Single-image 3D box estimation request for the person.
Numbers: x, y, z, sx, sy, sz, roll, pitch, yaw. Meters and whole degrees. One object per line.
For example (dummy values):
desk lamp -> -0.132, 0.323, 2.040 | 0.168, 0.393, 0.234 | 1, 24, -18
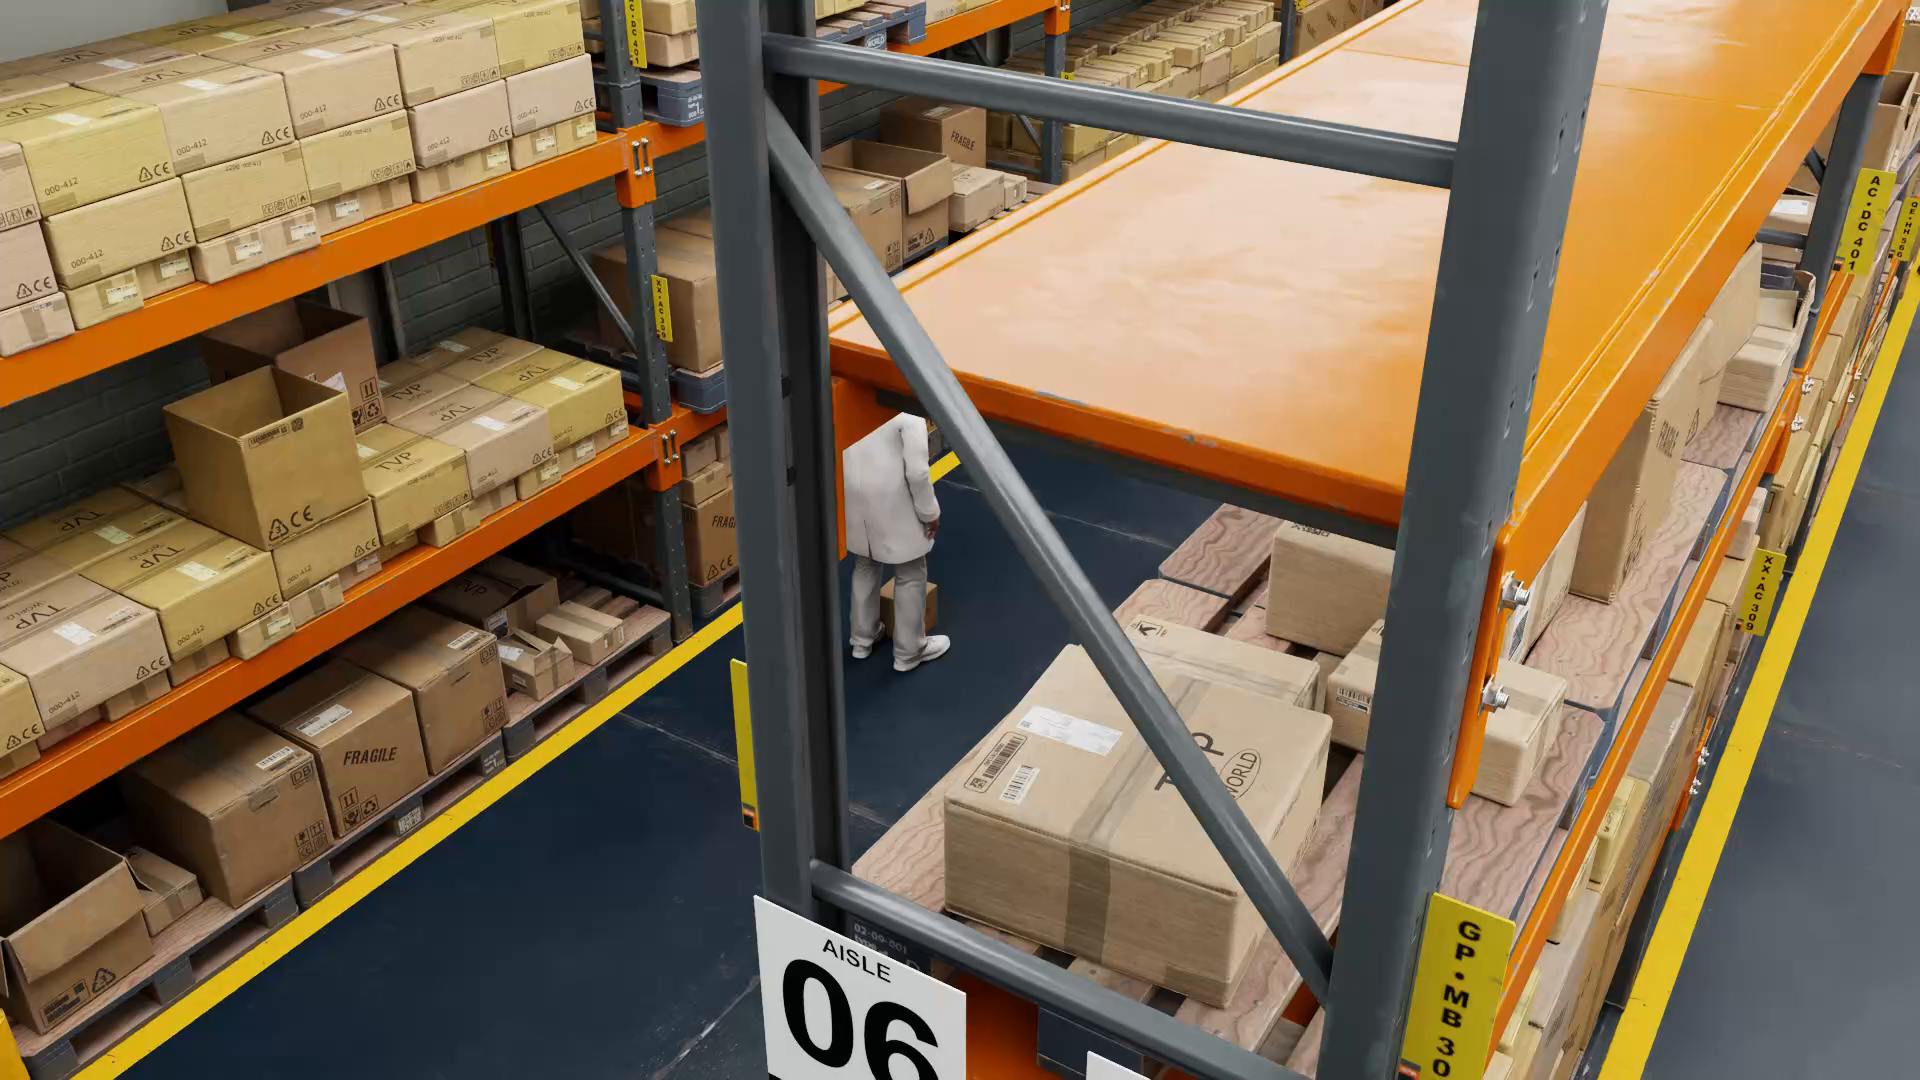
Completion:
person -> -0.392, -0.122, 8.539 | 0.648, 1.654, 0.421 | 16, 34, 26
